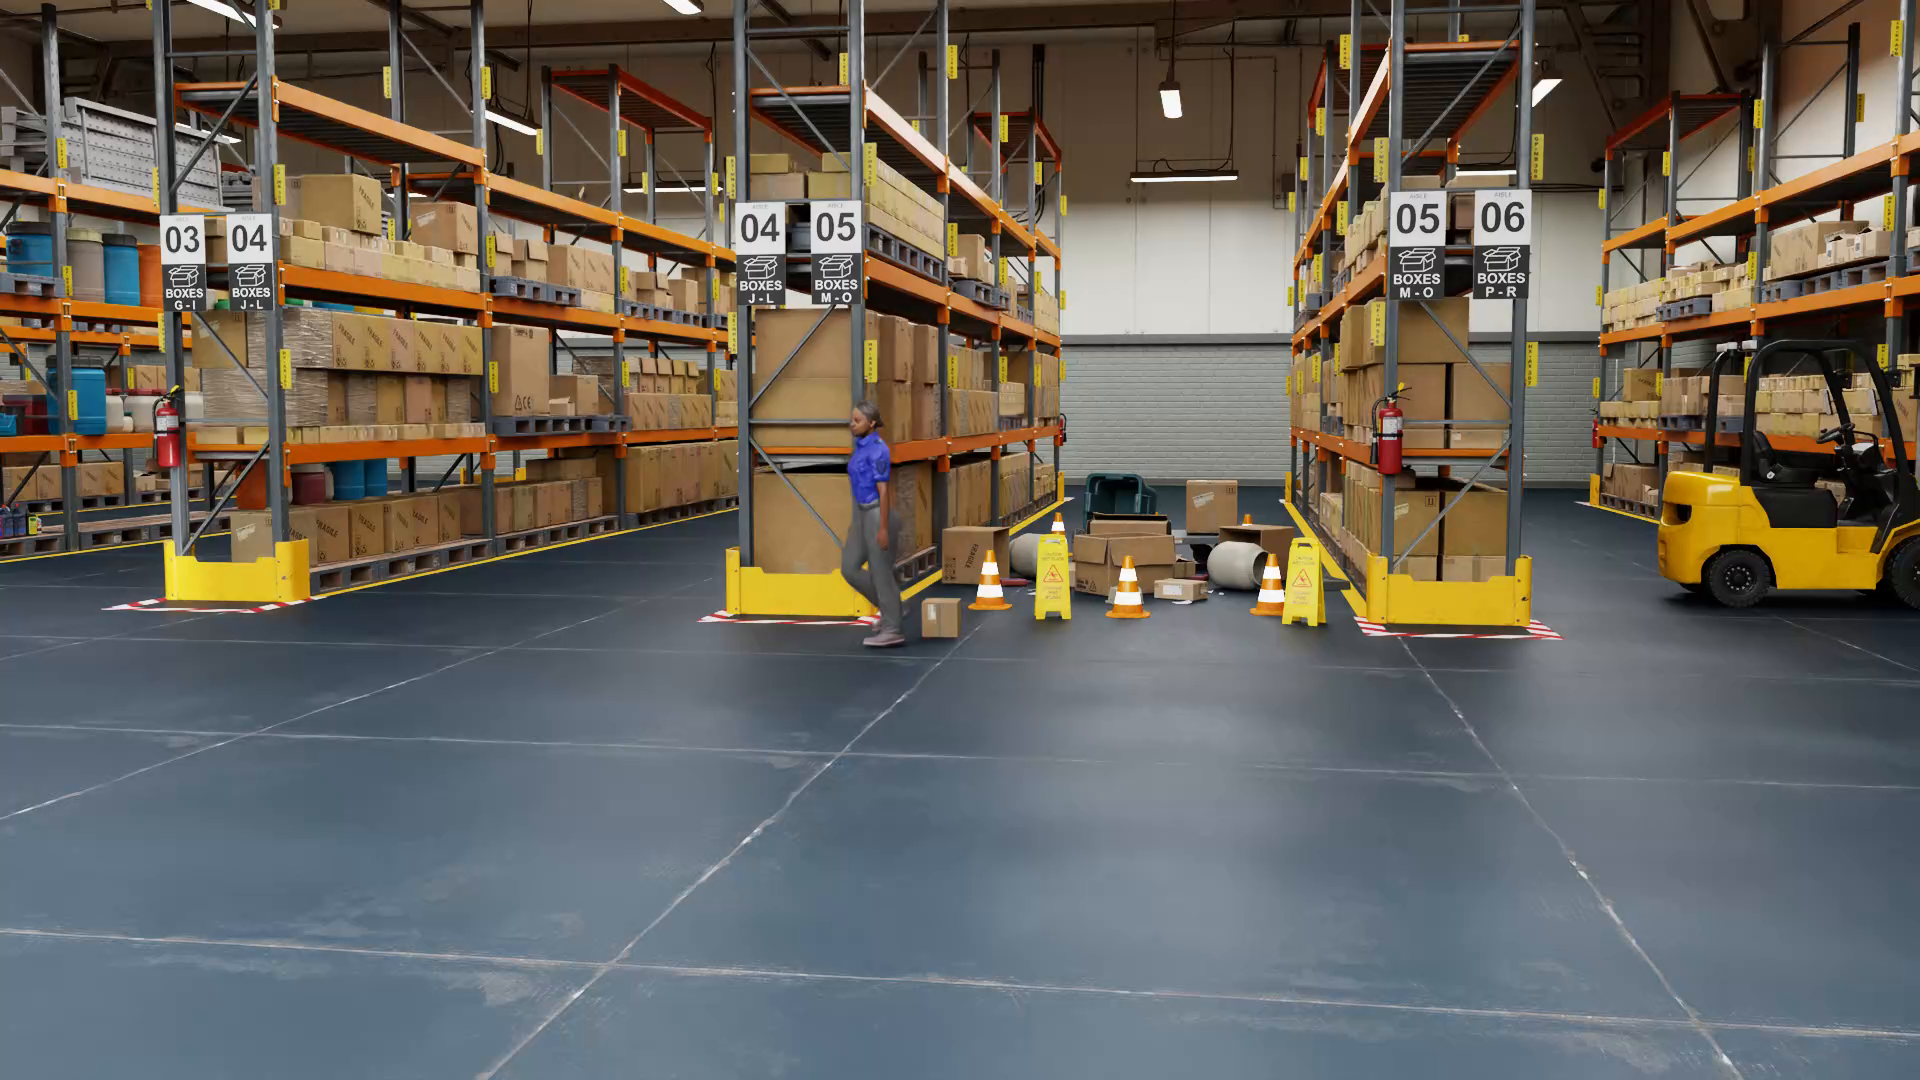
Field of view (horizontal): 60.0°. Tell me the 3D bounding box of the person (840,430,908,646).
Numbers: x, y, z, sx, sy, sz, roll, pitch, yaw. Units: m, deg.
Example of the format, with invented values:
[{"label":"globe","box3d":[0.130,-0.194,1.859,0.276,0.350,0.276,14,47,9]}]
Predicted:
[{"label":"person","box3d":[-0.543,-0.013,11.190,0.461,1.451,0.505,-2,5,-20]}]
